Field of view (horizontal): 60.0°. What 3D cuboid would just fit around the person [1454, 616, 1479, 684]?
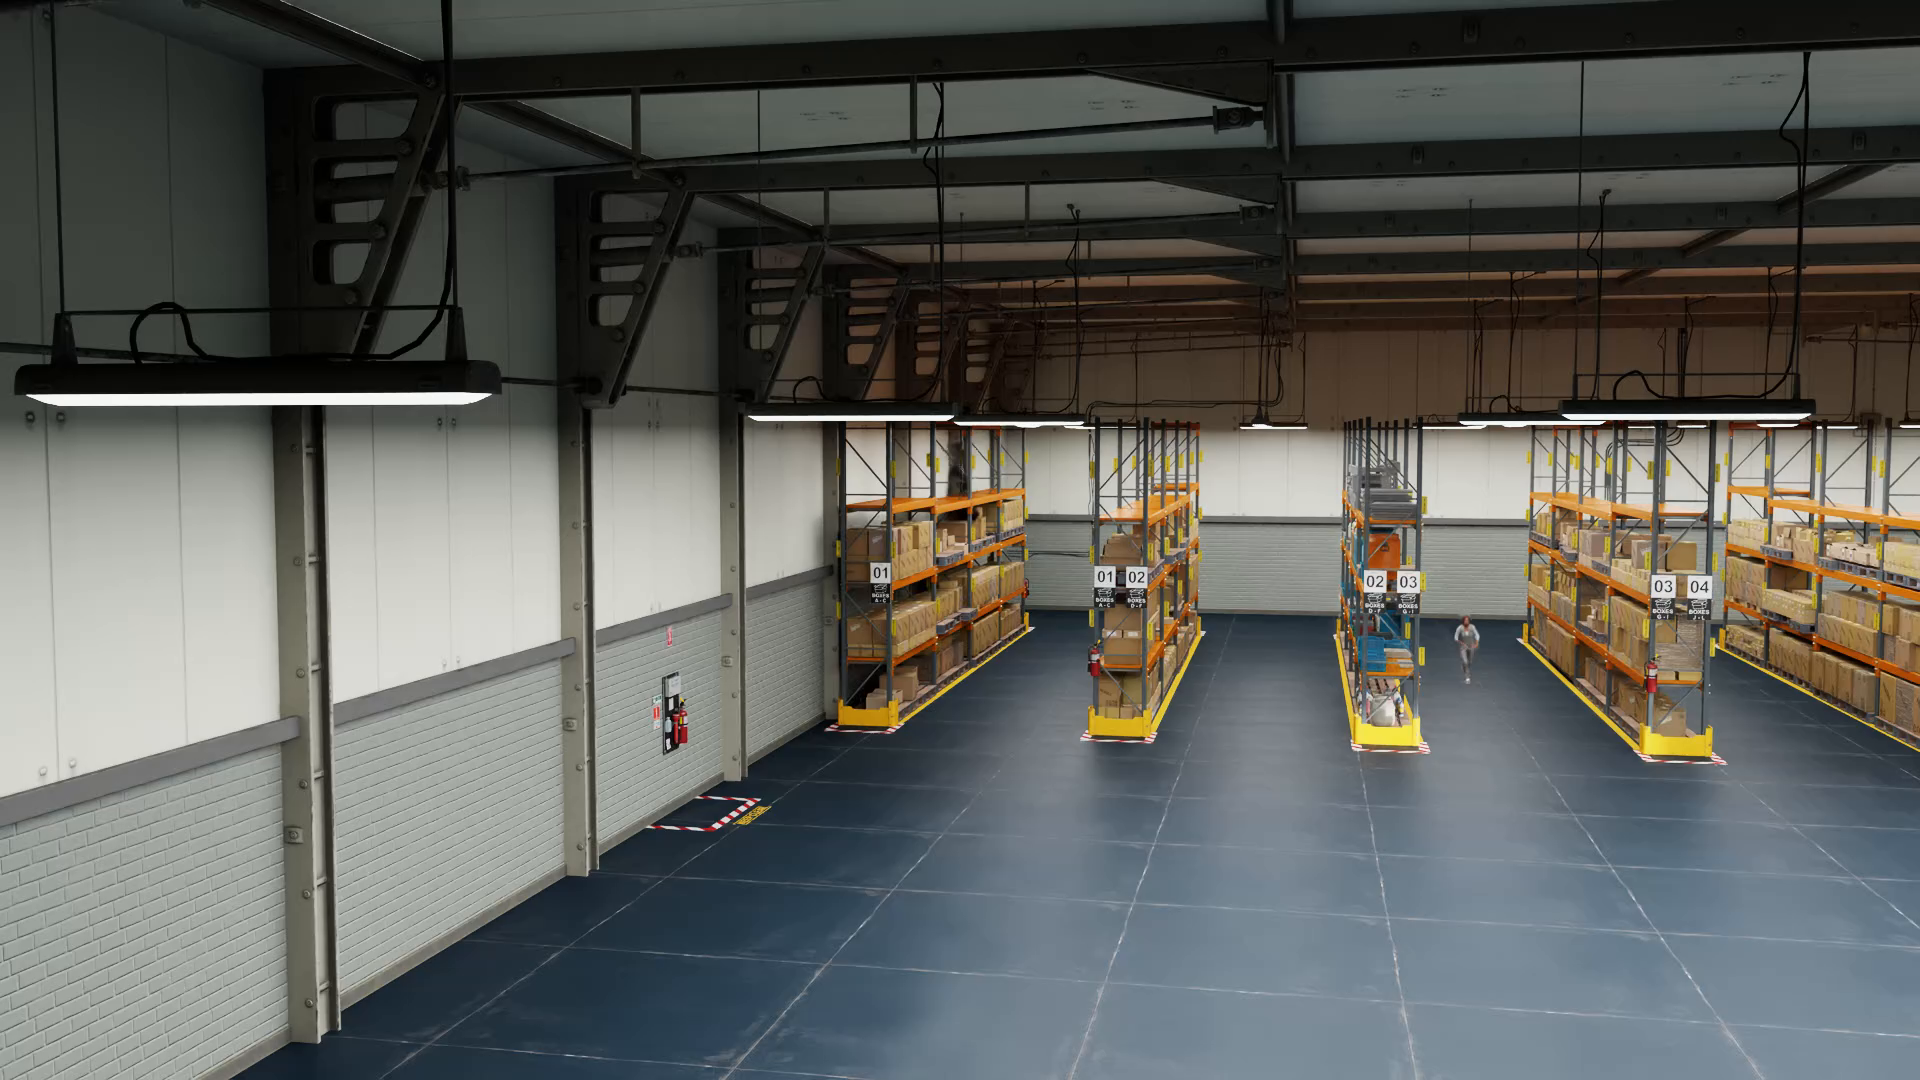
[{"bbox_3d":[11.586,2.501,38.049,0.576,1.556,0.652,0,4,5],"label":"person"}]

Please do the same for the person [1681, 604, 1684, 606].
[{"bbox_3d":[19.153,2.016,44.612,0.848,1.656,0.639,-3,5,-38],"label":"person"}]

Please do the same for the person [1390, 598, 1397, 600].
[{"bbox_3d":[12.572,1.752,47.678,0.880,1.700,0.643,2,4,25],"label":"person"}]
